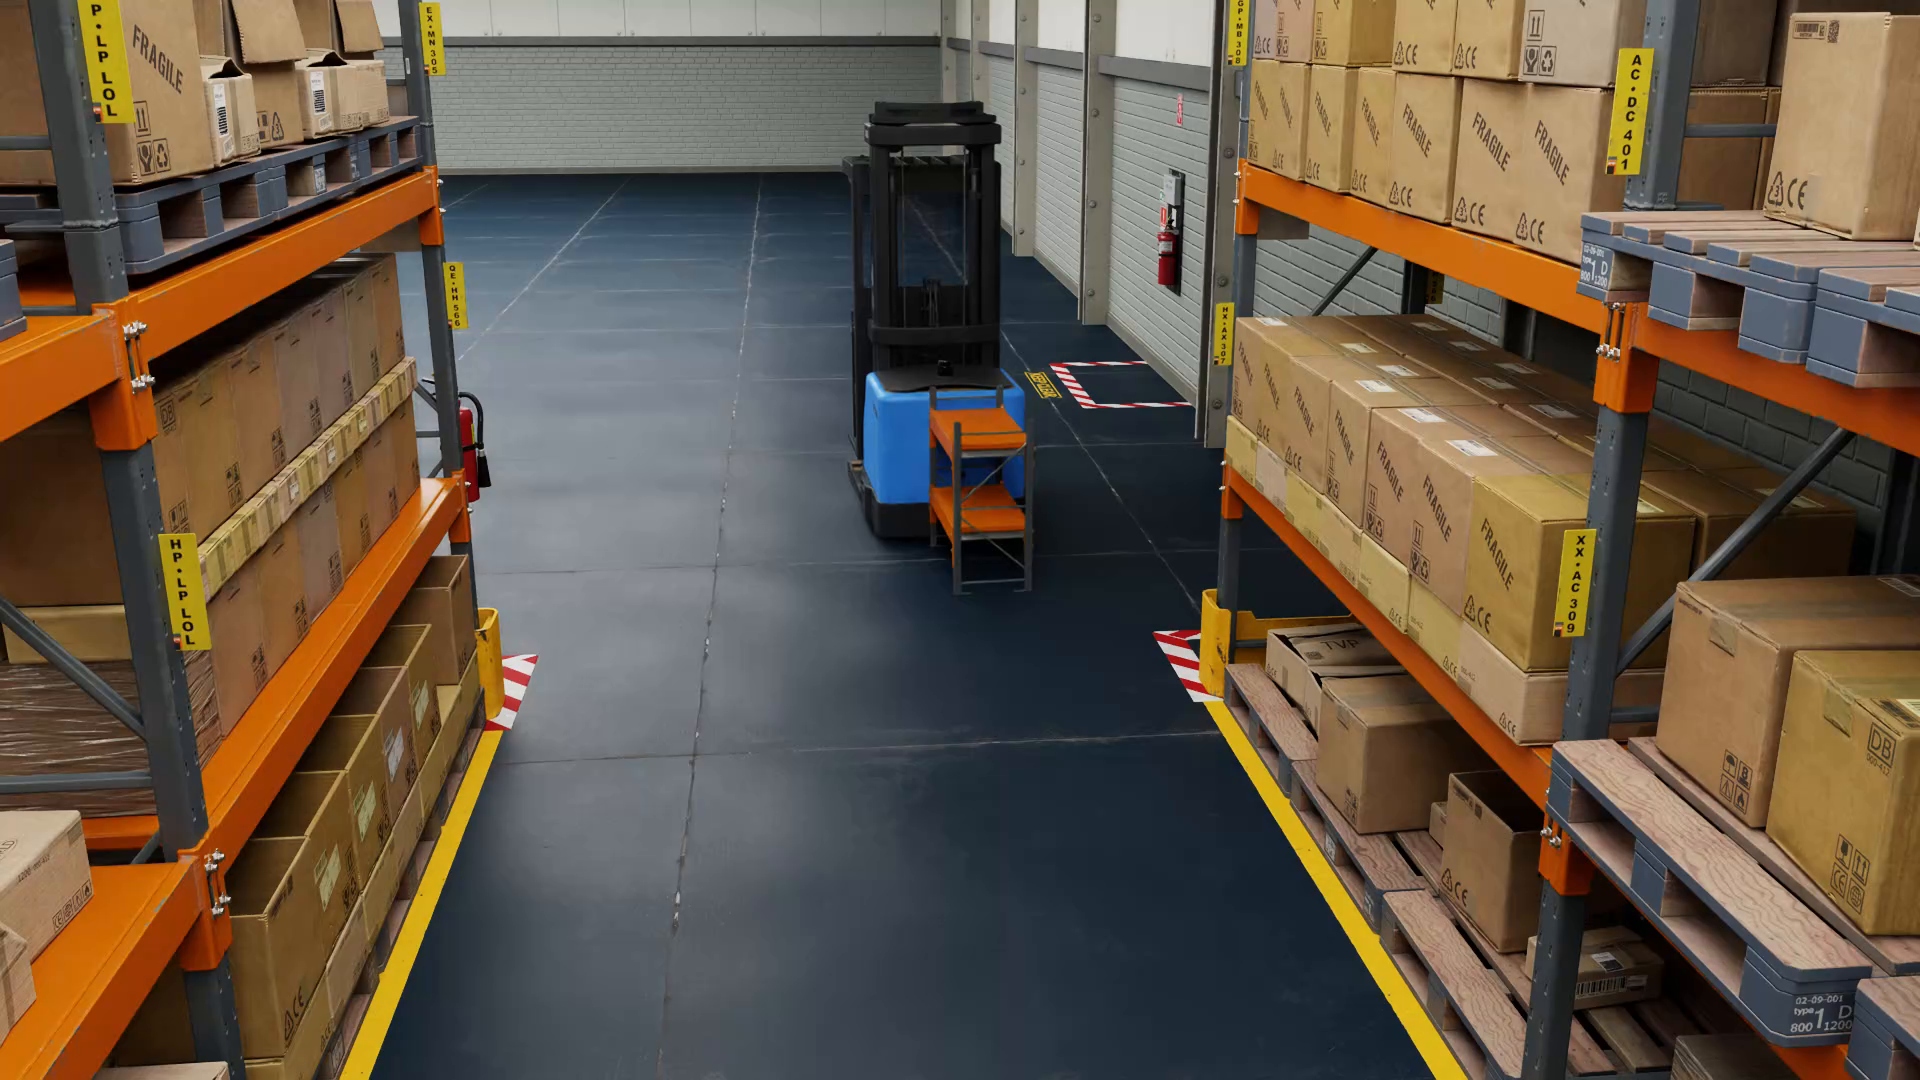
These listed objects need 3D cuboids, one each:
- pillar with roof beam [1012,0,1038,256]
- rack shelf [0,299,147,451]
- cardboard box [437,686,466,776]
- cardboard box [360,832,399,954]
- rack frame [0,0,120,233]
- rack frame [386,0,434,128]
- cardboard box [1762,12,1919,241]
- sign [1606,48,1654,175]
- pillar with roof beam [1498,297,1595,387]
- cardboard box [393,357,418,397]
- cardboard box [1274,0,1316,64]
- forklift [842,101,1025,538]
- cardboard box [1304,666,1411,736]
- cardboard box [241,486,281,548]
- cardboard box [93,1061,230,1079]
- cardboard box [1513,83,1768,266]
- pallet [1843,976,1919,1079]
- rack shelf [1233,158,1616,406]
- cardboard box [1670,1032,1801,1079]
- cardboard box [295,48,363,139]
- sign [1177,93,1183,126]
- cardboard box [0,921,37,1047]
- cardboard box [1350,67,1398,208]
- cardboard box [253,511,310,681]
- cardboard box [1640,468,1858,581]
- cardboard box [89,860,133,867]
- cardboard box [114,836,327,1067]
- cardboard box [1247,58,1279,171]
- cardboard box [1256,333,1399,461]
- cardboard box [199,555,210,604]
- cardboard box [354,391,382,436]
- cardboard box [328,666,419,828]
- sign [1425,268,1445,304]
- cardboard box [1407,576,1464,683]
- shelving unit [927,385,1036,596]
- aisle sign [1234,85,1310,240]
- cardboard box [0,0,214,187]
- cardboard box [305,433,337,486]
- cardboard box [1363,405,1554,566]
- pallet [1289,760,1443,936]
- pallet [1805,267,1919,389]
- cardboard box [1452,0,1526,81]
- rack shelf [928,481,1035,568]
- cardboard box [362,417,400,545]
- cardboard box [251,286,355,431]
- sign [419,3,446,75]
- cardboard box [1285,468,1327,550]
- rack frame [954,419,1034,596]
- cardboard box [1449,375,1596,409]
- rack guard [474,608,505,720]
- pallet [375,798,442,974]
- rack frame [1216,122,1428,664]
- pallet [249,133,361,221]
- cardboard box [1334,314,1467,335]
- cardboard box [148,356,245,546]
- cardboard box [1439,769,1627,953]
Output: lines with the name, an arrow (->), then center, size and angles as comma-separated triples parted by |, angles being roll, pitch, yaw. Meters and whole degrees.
pillar with roof beam -> -3.294, -8.582, 23.989 | 9.100, 9.000, 0.400 | -2, 18, -6
rack shelf -> -2.396, 0.182, 2.282 | 1.077, 0.370, 4.000 | -2, 18, -6
cardboard box -> -2.603, 0.893, 7.713 | 0.500, 0.250, 0.500 | -2, 18, -6
cardboard box -> -2.442, 1.340, 6.290 | 0.500, 0.250, 0.500 | -2, 18, -6
rack frame -> -2.603, -2.188, 3.622 | 1.000, 3.000, 0.127 | -2, 18, -6
rack frame -> -3.015, -3.380, 7.418 | 1.000, 3.000, 0.127 | -2, 18, -6
cardboard box -> 2.301, -0.994, 3.958 | 0.500, 0.500, 0.500 | 1, 17, 2
sign -> 1.785, -1.138, 4.425 | 0.100, 0.325, 0.005 | -2, 18, -6
pillar with roof beam -> -1.438, -3.219, 6.907 | 9.100, 9.000, 0.400 | -2, 18, -6
cardboard box -> -2.786, -0.767, 7.861 | 0.380, 0.149, 0.250 | -2, 18, -7
cardboard box -> 1.711, -2.364, 7.321 | 0.500, 0.500, 0.500 | -2, 18, -6
forklift -> -0.285, -1.813, 12.560 | 1.130, 2.935, 3.031 | -3, 18, -9
cardboard box -> 1.952, 0.780, 7.938 | 0.500, 0.311, 0.500 | 0, 17, -1
cardboard box -> -2.544, -0.073, 5.652 | 0.380, 0.149, 0.250 | -2, 18, -7
cardboard box -> -2.276, 1.630, 4.430 | 0.500, 0.311, 0.500 | -2, 18, -6
cardboard box -> 2.026, -1.112, 5.002 | 0.500, 0.500, 0.500 | -1, 17, -4
pallet -> 2.492, 1.215, 3.119 | 1.003, 0.211, 1.213 | -2, 18, -6
rack shelf -> 2.118, -1.163, 6.569 | 1.077, 0.370, 4.000 | -2, 18, -6
cardboard box -> 2.417, 1.722, 4.624 | 0.700, 0.500, 0.500 | -1, 17, -4
cardboard box -> -2.577, -1.672, 6.203 | 0.500, 0.311, 0.500 | 0, 17, 1
sign -> 2.107, -4.126, 15.942 | 0.001, 0.298, 0.199 | -2, 18, -6
cardboard box -> -2.329, 0.995, 3.725 | 0.396, 0.266, 0.258 | -2, 18, -7
cardboard box -> 1.851, -1.578, 6.487 | 0.500, 0.500, 0.500 | -1, 17, -2
cardboard box -> -2.763, 0.188, 5.903 | 0.700, 0.500, 0.500 | -2, 17, -5
cardboard box -> 2.483, 0.078, 5.386 | 0.500, 0.500, 0.500 | -2, 18, -7
cardboard box -> -2.908, 1.147, 5.652 | 0.500, 0.500, 0.500 | -2, 18, -6
cardboard box -> -2.339, 1.280, 5.229 | 0.500, 0.500, 0.500 | -2, 18, -6
cardboard box -> 1.697, -2.052, 7.999 | 0.500, 0.500, 0.500 | -1, 17, -4
cardboard box -> 1.703, -0.668, 7.763 | 0.500, 0.500, 0.500 | -2, 18, -5
cardboard box -> -2.464, 0.156, 4.921 | 0.380, 0.149, 0.250 | -2, 17, -5
cardboard box -> -2.708, -0.537, 7.131 | 0.380, 0.149, 0.250 | -2, 17, -5
cardboard box -> -2.496, 0.833, 6.652 | 0.500, 0.500, 0.500 | -2, 18, -6
sign -> 2.466, -1.386, 8.623 | 0.100, 0.325, 0.005 | -2, 18, -6
cardboard box -> 1.931, 0.302, 5.925 | 0.500, 0.250, 0.500 | -2, 18, -5
shelving unit -> 0.127, -0.349, 10.909 | 0.538, 1.125, 1.048 | -3, 18, -9
aisle sign -> 1.606, -1.924, 8.457 | 0.394, 0.787, 0.004 | -2, 18, -6
cardboard box -> -2.392, -1.230, 4.477 | 0.500, 0.500, 0.500 | 0, 17, -1
cardboard box -> -2.624, -0.304, 6.389 | 0.380, 0.149, 0.250 | -2, 18, -6
cardboard box -> 1.869, -0.206, 6.289 | 0.500, 0.500, 0.500 | -2, 18, -7
pallet -> 2.091, 1.287, 7.224 | 1.003, 0.211, 1.213 | -2, 18, -6
pallet -> 2.392, -0.325, 3.011 | 1.213, 0.211, 1.003 | -2, 18, -6
cardboard box -> 1.935, -1.750, 5.366 | 0.500, 0.500, 0.500 | -1, 17, -3
rack shelf -> 0.127, -0.115, 10.983 | 0.538, 0.278, 1.000 | -3, 18, -9
cardboard box -> -2.921, -0.269, 7.360 | 0.700, 0.500, 0.500 | -1, 17, -4
cardboard box -> -2.862, -0.722, 6.636 | 0.700, 0.500, 0.500 | -2, 18, -5
sign -> -2.474, -2.346, 7.787 | 0.100, 0.325, 0.005 | -2, 18, -6
cardboard box -> 1.760, -0.148, 7.358 | 0.500, 0.250, 0.500 | -2, 18, -7
rack frame -> 0.209, -0.198, 10.431 | 0.500, 1.125, 0.032 | -3, 18, -9
cardboard box -> 2.323, -0.379, 6.842 | 0.500, 0.500, 0.500 | -2, 17, -5
rack guard -> -3.018, 0.668, 8.714 | 1.175, 0.500, 0.348 | -2, 18, -6
pallet -> -2.772, 1.402, 6.858 | 1.003, 0.211, 1.213 | -2, 18, -6
rack frame -> 1.912, -0.671, 8.808 | 1.000, 3.000, 0.127 | -2, 18, -6
pallet -> -2.839, -1.330, 6.047 | 1.003, 0.211, 1.213 | -2, 18, -6
cardboard box -> 2.172, -0.833, 8.289 | 0.500, 0.500, 0.500 | -2, 18, -6
cardboard box -> -2.708, -0.275, 5.212 | 0.700, 0.500, 0.500 | -2, 18, -6
cardboard box -> 2.177, 1.195, 6.302 | 0.500, 0.500, 0.500 | -3, 18, -10
